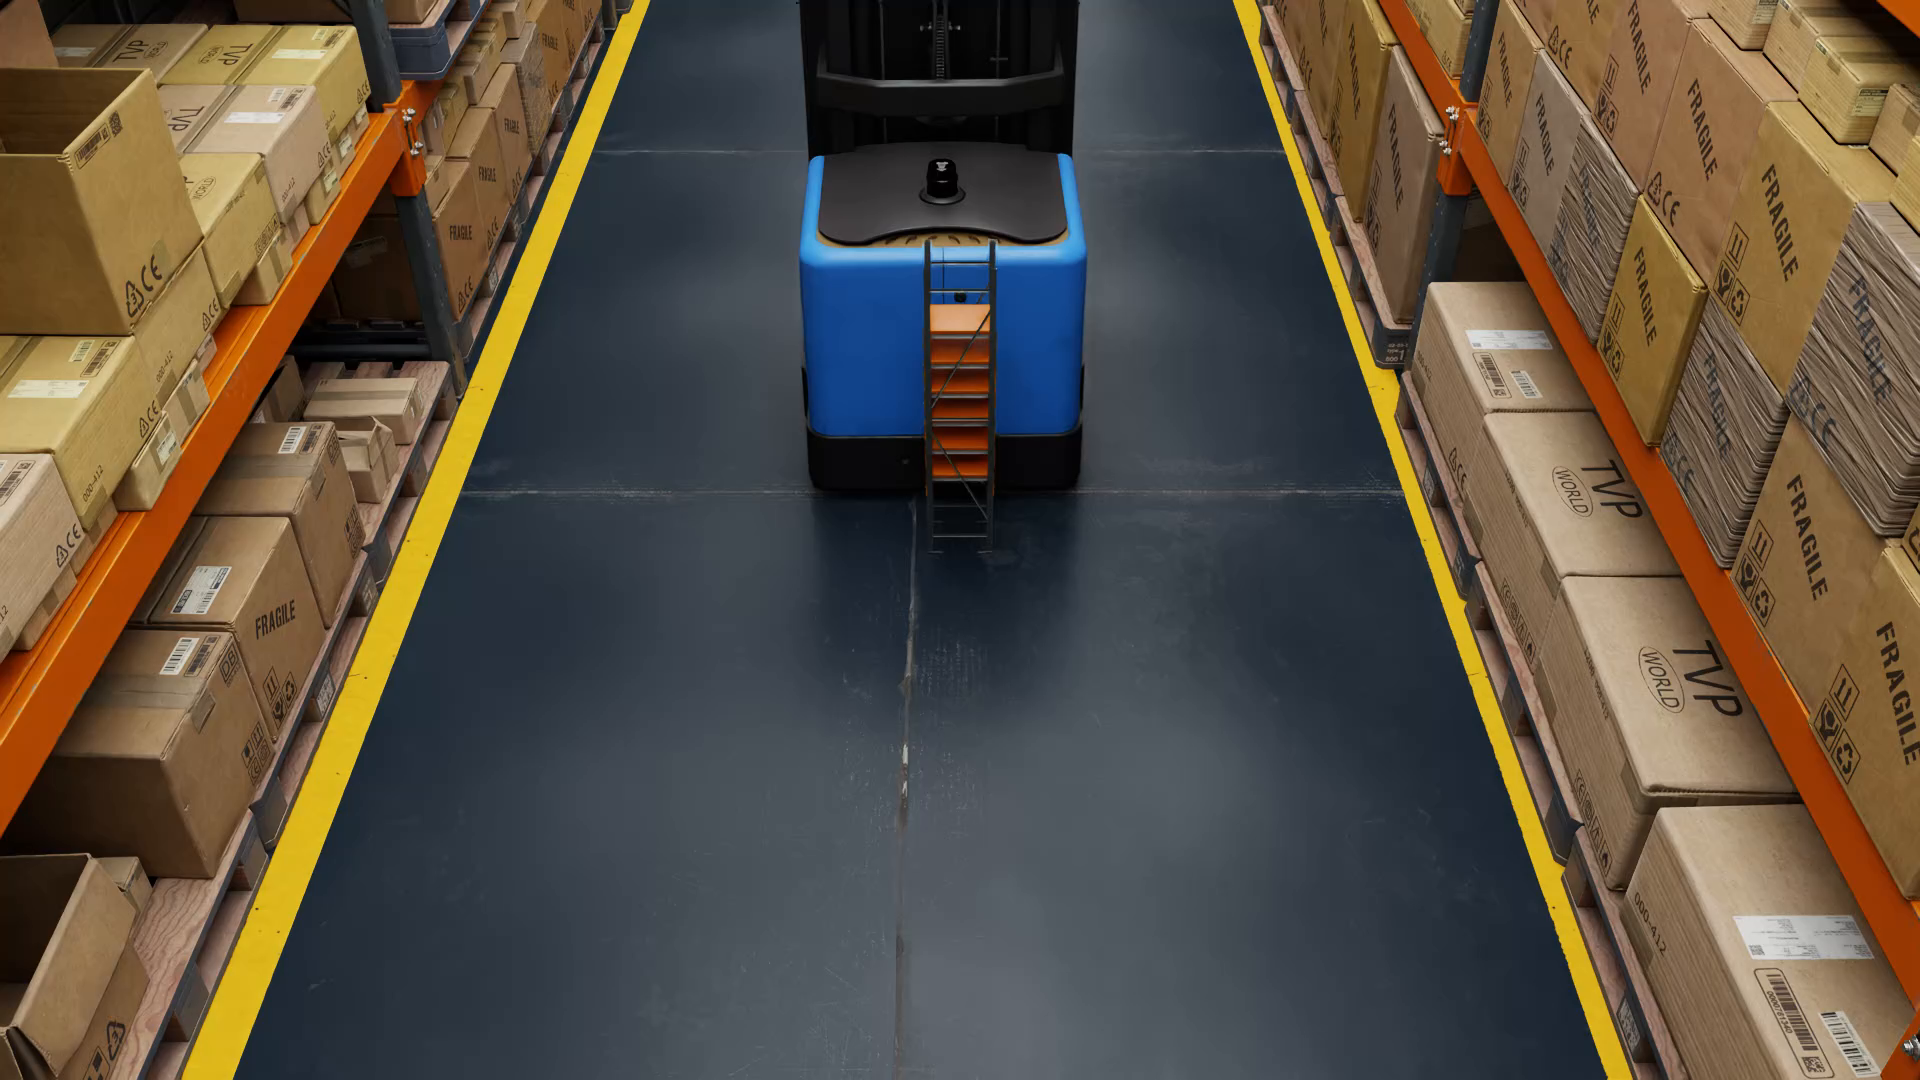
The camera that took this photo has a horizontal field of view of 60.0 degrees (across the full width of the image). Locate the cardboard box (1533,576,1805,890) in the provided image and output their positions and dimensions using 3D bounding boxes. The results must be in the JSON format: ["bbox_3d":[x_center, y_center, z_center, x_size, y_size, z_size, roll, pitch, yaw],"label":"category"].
[{"bbox_3d":[2.267,0.555,4.872,0.875,0.438,0.875,1,39,1],"label":"cardboard box"}]

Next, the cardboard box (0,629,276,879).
[{"bbox_3d":[-2.454,0.604,4.761,0.700,0.500,0.500,1,39,2],"label":"cardboard box"}]

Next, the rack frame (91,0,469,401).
[{"bbox_3d":[-2.591,-1.792,6.087,1.000,3.000,0.127,0,39,0],"label":"rack frame"}]

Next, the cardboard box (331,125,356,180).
[{"bbox_3d":[-2.316,-1.332,5.714,0.380,0.149,0.250,1,39,1],"label":"cardboard box"}]

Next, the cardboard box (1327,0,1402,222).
[{"bbox_3d":[2.284,-2.085,7.816,0.875,0.875,0.875,1,39,1],"label":"cardboard box"}]

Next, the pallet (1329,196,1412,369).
[{"bbox_3d":[2.297,-1.192,7.569,1.003,0.211,1.213,0,39,0],"label":"pallet"}]

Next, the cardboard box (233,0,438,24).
[{"bbox_3d":[-2.367,-2.297,6.302,0.700,0.500,0.500,1,39,1],"label":"cardboard box"}]

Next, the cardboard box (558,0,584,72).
[{"bbox_3d":[-2.390,-2.904,9.139,0.500,0.500,0.500,-1,39,-1],"label":"cardboard box"}]

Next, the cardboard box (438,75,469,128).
[{"bbox_3d":[-2.428,-1.963,7.445,0.380,0.149,0.250,-1,39,-1],"label":"cardboard box"}]

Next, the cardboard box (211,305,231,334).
[{"bbox_3d":[-2.401,-0.684,4.906,0.380,0.149,0.250,0,39,1],"label":"cardboard box"}]

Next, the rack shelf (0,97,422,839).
[{"bbox_3d":[-2.588,-0.260,4.752,1.077,0.370,4.000,0,39,0],"label":"rack shelf"}]

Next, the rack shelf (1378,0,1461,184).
[{"bbox_3d":[2.371,-2.768,7.880,1.077,0.370,4.000,0,39,0],"label":"rack shelf"}]

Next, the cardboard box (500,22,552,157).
[{"bbox_3d":[-2.367,-2.252,8.325,0.500,0.500,0.500,-1,39,-2],"label":"cardboard box"}]

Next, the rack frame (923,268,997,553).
[{"bbox_3d":[0.000,-0.420,5.815,0.240,1.200,0.006,0,39,0],"label":"rack frame"}]

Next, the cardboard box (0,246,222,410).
[{"bbox_3d":[-2.344,-0.584,4.462,0.500,0.250,0.500,-1,39,-1],"label":"cardboard box"}]

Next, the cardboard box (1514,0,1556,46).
[{"bbox_3d":[2.131,-1.929,5.379,0.500,0.500,0.500,0,39,0],"label":"cardboard box"}]

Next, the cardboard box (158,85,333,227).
[{"bbox_3d":[-2.331,-1.218,5.253,0.500,0.250,0.500,0,39,0],"label":"cardboard box"}]

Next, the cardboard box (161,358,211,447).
[{"bbox_3d":[-2.285,-0.368,4.512,0.380,0.149,0.250,1,39,1],"label":"cardboard box"}]

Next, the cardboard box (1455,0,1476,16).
[{"bbox_3d":[2.129,-2.210,6.329,0.500,0.250,0.500,0,39,0],"label":"cardboard box"}]

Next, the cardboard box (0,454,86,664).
[{"bbox_3d":[-2.318,0.053,3.667,0.500,0.250,0.500,0,39,0],"label":"cardboard box"}]

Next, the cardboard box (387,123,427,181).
[{"bbox_3d":[-2.386,-1.574,6.722,0.380,0.149,0.250,-1,39,-1],"label":"cardboard box"}]

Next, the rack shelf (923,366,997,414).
[{"bbox_3d":[0.000,-0.536,5.839,0.258,0.103,0.180,0,39,0],"label":"rack shelf"}]

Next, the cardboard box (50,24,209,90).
[{"bbox_3d":[-2.860,-1.539,5.654,0.500,0.250,0.500,0,39,-1],"label":"cardboard box"}]

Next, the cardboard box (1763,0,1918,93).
[{"bbox_3d":[2.139,-1.165,3.907,0.380,0.149,0.250,1,39,1],"label":"cardboard box"}]

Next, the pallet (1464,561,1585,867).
[{"bbox_3d":[2.300,0.531,5.419,1.003,0.211,1.213,0,39,0],"label":"pallet"}]

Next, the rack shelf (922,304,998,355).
[{"bbox_3d":[0.000,-0.724,5.689,0.258,0.103,0.180,0,39,0],"label":"rack shelf"}]

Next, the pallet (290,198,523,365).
[{"bbox_3d":[-2.629,-1.212,7.594,1.003,0.211,1.213,0,39,0],"label":"pallet"}]

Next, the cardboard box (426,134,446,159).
[{"bbox_3d":[-2.403,-1.631,7.031,0.380,0.149,0.250,-1,39,-1],"label":"cardboard box"}]

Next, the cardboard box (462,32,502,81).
[{"bbox_3d":[-2.389,-2.274,7.834,0.380,0.149,0.250,1,39,2],"label":"cardboard box"}]

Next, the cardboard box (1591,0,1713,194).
[{"bbox_3d":[2.115,-1.293,4.585,0.500,0.500,0.500,1,39,1],"label":"cardboard box"}]

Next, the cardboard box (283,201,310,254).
[{"bbox_3d":[-2.318,-1.005,5.307,0.380,0.149,0.250,1,39,1],"label":"cardboard box"}]

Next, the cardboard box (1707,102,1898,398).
[{"bbox_3d":[2.112,-0.663,3.799,0.500,0.500,0.500,0,39,0],"label":"cardboard box"}]

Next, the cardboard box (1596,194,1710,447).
[{"bbox_3d":[2.103,-0.595,4.514,0.500,0.500,0.500,1,39,1],"label":"cardboard box"}]

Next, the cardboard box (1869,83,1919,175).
[{"bbox_3d":[2.180,-0.844,3.506,0.380,0.149,0.250,0,39,0],"label":"cardboard box"}]

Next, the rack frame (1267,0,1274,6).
[{"bbox_3d":[2.368,-4.299,9.216,1.000,3.000,0.127,0,39,0],"label":"rack frame"}]

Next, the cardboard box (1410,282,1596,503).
[{"bbox_3d":[2.266,-0.569,6.275,0.875,0.438,0.875,-1,39,-1],"label":"cardboard box"}]

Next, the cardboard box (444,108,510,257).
[{"bbox_3d":[-2.377,-1.616,7.531,0.500,0.500,0.500,-1,39,-1],"label":"cardboard box"}]

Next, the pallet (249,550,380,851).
[{"bbox_3d":[-2.587,0.491,5.469,1.003,0.211,1.213,0,39,0],"label":"pallet"}]

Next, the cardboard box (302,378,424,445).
[{"bbox_3d":[-2.296,-0.495,6.413,0.380,0.149,0.250,-1,39,-1],"label":"cardboard box"}]

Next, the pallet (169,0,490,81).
[{"bbox_3d":[-2.482,-2.217,6.771,1.003,0.211,1.213,0,39,0],"label":"pallet"}]

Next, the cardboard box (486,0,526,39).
[{"bbox_3d":[-2.368,-2.597,8.236,0.380,0.149,0.250,-2,39,-2],"label":"cardboard box"}]

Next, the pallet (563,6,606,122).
[{"bbox_3d":[-2.632,-2.738,9.498,1.003,0.211,1.213,0,39,0],"label":"pallet"}]

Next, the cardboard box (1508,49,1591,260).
[{"bbox_3d":[2.108,-1.228,5.304,0.500,0.500,0.500,0,39,0],"label":"cardboard box"}]

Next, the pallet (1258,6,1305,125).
[{"bbox_3d":[2.294,-2.718,9.473,1.003,0.211,1.213,0,39,0],"label":"pallet"}]

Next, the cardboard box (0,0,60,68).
[{"bbox_3d":[-2.855,-1.211,4.644,0.500,0.500,0.500,-1,39,-1],"label":"cardboard box"}]

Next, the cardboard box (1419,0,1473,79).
[{"bbox_3d":[2.120,-2.020,6.491,0.500,0.250,0.500,-1,39,-1],"label":"cardboard box"}]

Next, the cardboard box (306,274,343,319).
[{"bbox_3d":[-2.887,-1.287,7.121,0.500,0.500,0.500,0,39,0],"label":"cardboard box"}]

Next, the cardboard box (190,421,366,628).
[{"bbox_3d":[-2.455,-0.045,5.571,0.700,0.500,0.500,-1,39,-2],"label":"cardboard box"}]

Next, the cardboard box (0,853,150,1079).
[{"bbox_3d":[-2.492,1.137,4.093,0.797,0.503,0.637,-1,39,-2],"label":"cardboard box"}]

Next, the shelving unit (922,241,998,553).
[{"bbox_3d":[0.000,-0.477,5.886,0.258,1.200,0.189,0,39,0],"label":"shelving unit"}]

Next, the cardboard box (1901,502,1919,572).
[{"bbox_3d":[2.139,-0.027,3.005,0.500,0.500,0.500,1,39,1],"label":"cardboard box"}]

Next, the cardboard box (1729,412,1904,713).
[{"bbox_3d":[2.127,0.049,3.710,0.500,0.500,0.500,-1,39,-1],"label":"cardboard box"}]

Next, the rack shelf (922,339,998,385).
[{"bbox_3d":[0.000,-0.630,5.764,0.258,0.103,0.180,0,39,0],"label":"rack shelf"}]

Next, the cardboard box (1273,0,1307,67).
[{"bbox_3d":[2.286,-3.202,9.210,0.875,0.875,0.875,0,39,0],"label":"cardboard box"}]

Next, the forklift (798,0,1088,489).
[{"bbox_3d":[-0.086,-2.234,6.694,1.130,2.935,3.031,-1,39,-1],"label":"forklift"}]

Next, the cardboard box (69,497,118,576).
[{"bbox_3d":[-2.339,-0.046,4.109,0.380,0.149,0.250,1,39,1],"label":"cardboard box"}]
